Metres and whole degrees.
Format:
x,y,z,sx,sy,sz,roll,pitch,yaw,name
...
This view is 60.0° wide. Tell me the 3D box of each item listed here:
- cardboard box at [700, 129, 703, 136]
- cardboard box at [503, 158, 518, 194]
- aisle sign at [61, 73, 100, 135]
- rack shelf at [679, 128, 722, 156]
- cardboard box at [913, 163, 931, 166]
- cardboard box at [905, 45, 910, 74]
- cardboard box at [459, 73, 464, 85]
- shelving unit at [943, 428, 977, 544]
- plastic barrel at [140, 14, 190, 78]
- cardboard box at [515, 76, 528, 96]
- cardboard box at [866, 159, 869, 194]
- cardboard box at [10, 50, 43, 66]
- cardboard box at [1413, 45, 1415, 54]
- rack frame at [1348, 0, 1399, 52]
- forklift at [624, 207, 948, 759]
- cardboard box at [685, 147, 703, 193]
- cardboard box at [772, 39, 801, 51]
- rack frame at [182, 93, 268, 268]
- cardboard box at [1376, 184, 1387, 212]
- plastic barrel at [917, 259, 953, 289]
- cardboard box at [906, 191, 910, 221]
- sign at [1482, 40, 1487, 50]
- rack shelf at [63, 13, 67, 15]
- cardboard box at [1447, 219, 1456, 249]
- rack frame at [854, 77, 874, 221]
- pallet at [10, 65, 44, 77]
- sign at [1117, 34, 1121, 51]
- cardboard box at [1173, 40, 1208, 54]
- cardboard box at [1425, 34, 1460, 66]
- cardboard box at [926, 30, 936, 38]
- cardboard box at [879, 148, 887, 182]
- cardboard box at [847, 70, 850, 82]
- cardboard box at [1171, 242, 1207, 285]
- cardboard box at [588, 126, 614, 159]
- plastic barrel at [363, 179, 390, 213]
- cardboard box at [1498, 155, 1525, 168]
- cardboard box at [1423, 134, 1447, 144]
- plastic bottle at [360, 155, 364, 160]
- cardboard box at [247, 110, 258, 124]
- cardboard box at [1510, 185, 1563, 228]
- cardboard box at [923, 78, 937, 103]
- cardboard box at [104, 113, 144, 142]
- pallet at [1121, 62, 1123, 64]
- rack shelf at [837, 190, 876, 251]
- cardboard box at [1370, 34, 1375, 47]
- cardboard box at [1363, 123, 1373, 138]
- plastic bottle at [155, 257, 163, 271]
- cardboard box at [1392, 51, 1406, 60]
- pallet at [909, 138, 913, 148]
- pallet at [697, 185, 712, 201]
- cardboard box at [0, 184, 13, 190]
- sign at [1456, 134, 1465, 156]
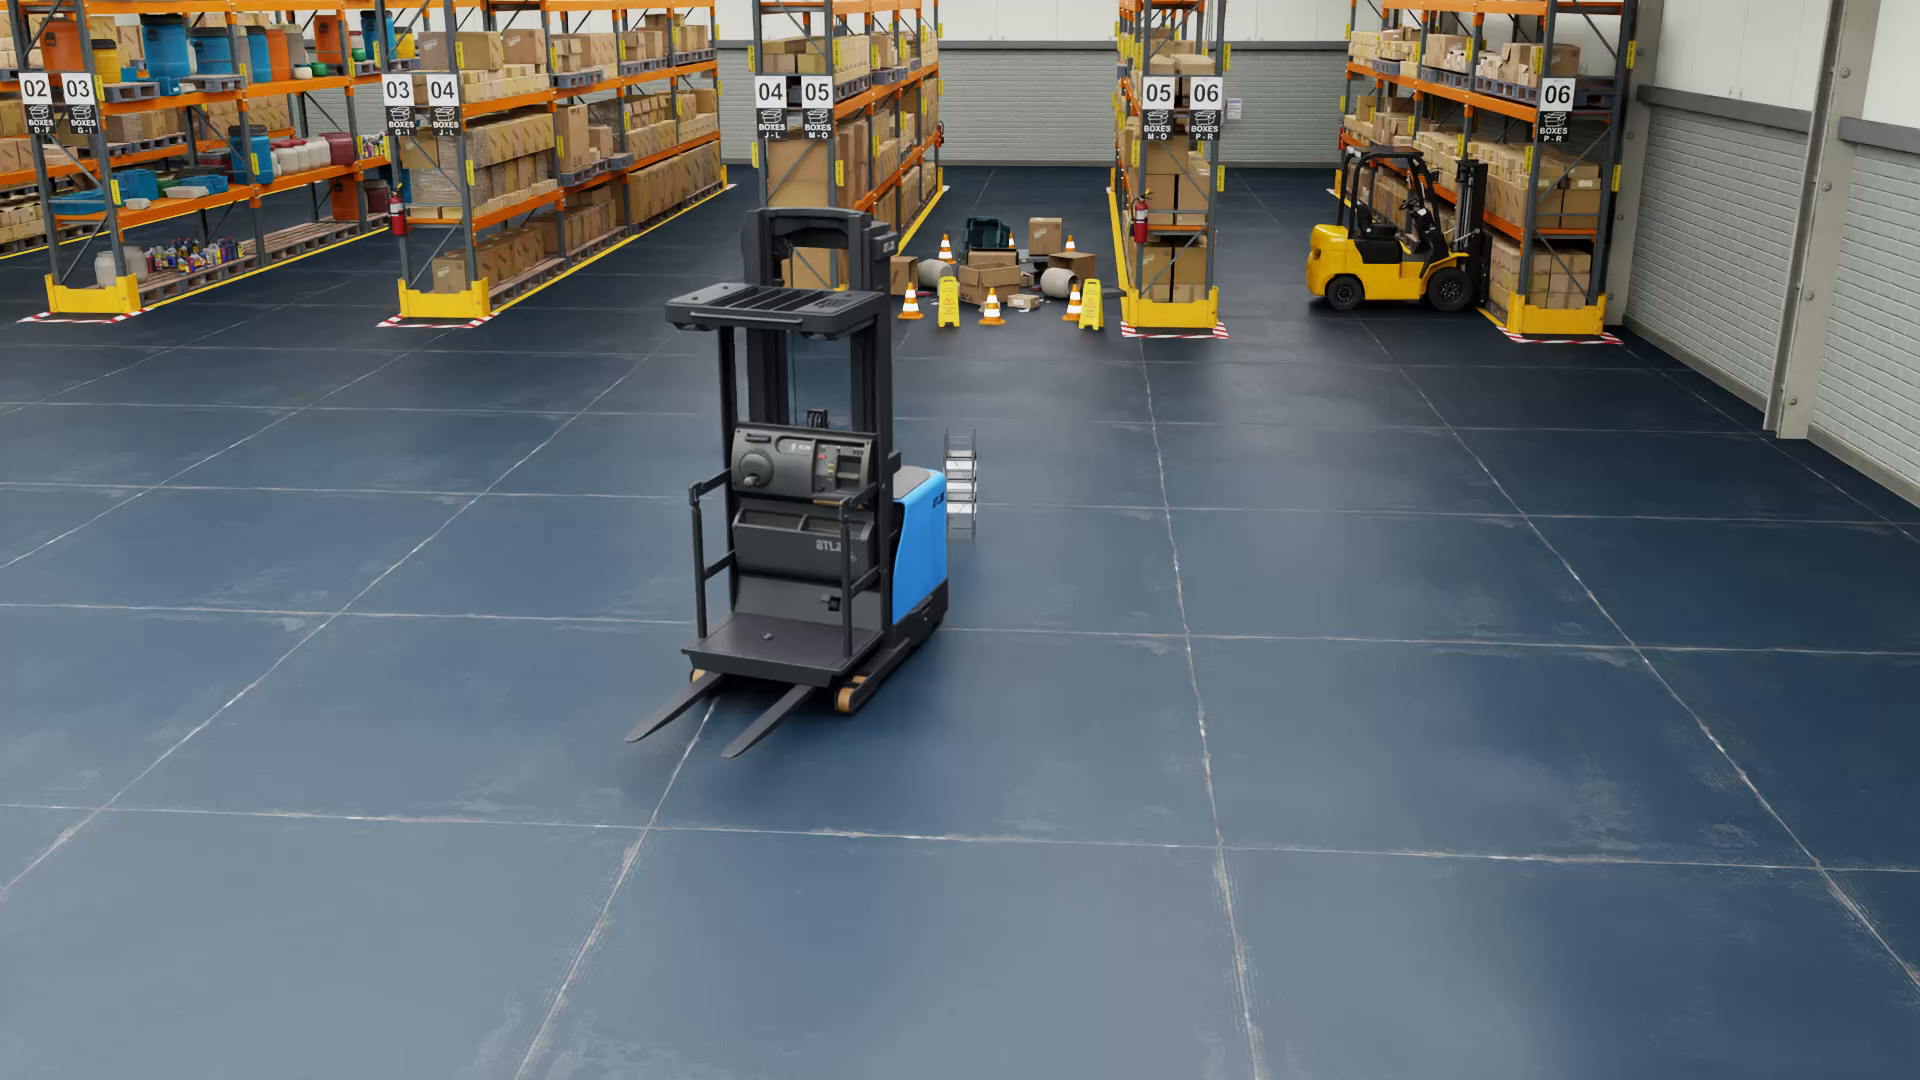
x,y,z,sx,sy,sz,roll,pitch,yaw,name
-5.726,-8.748,35.708,0.380,0.149,0.250,2,18,5,cardboard box
-6.957,-5.318,24.196,0.875,0.500,0.500,1,18,4,cardboard box
-11.720,-5.808,22.156,0.394,0.787,0.004,1,18,4,aisle sign
-6.063,-8.497,35.694,1.077,0.370,4.000,1,18,4,rack shelf
-0.840,-8.199,36.576,0.380,0.149,0.250,2,18,5,cardboard box
-1.187,-8.789,30.450,0.500,0.500,0.500,1,18,4,cardboard box
-6.816,-6.115,22.051,0.380,0.149,0.250,1,18,4,cardboard box
0.001,-0.430,13.291,0.258,0.900,0.210,1,18,4,shelving unit
-11.898,-7.400,24.894,0.600,0.901,0.708,1,18,4,plastic barrel
-6.631,-6.620,24.232,0.500,0.250,0.500,1,18,4,cardboard box
-1.854,-5.548,25.296,0.875,0.550,0.550,1,18,4,cardboard box
-16.369,-8.446,29.132,0.500,0.250,0.500,2,18,5,cardboard box
8.165,-8.606,29.176,0.380,0.149,0.250,1,18,2,cardboard box
8.916,-11.980,35.534,1.000,3.000,0.127,1,18,4,rack frame
-1.057,-0.470,10.150,1.130,2.935,3.031,6,19,19,forklift
-6.014,-7.891,35.425,0.875,0.875,0.875,1,18,4,cardboard box
-2.367,-6.708,22.549,0.380,0.149,0.250,1,18,4,cardboard box
-11.720,-5.844,26.441,1.000,3.000,0.127,1,18,4,rack frame
8.342,-6.588,32.052,0.500,0.500,0.500,1,18,3,cardboard box
-0.391,-3.980,24.891,0.512,0.421,0.421,17,25,41,plastic barrel
-1.215,-6.216,30.915,0.500,0.500,0.500,1,18,5,cardboard box
8.896,-8.339,28.280,0.100,0.325,0.005,1,18,4,sign
-20.885,-11.490,35.834,1.077,0.370,4.000,1,18,4,rack shelf
8.082,-4.636,25.893,0.875,0.625,0.625,2,18,6,cardboard box
-1.840,-5.591,25.670,1.000,3.000,0.127,1,18,4,rack frame
-16.333,-8.321,29.486,1.213,0.211,1.003,2,18,6,pallet
3.125,-9.718,32.487,0.100,0.325,0.005,1,18,4,sign
3.572,-7.631,25.841,0.500,0.250,0.500,1,18,3,cardboard box
8.048,-8.145,27.651,0.500,0.500,0.500,1,18,4,cardboard box
-0.710,-10.990,36.125,0.380,0.149,0.250,1,18,3,cardboard box
-1.460,-6.108,27.087,0.500,0.500,0.500,1,18,4,cardboard box
-1.710,-6.315,22.630,0.380,0.149,0.250,1,18,4,cardboard box
3.153,-3.771,22.651,0.500,0.500,0.500,1,18,2,cardboard box
-6.432,-6.879,28.763,0.700,0.500,0.500,4,19,12,cardboard box
-11.334,-6.643,32.077,0.600,0.588,0.708,1,18,4,plastic barrel
7.576,-5.172,22.710,0.380,0.149,0.250,2,18,5,cardboard box
8.015,-6.745,27.988,0.380,0.149,0.250,2,18,5,cardboard box
-11.080,-7.155,30.640,0.152,0.276,0.135,1,18,4,plastic bottle
-15.672,-9.112,36.255,0.500,0.500,0.500,1,18,3,cardboard box
7.543,-4.366,21.771,0.500,0.500,0.500,1,18,3,cardboard box
-0.764,-9.835,36.375,0.500,0.500,0.500,1,18,3,cardboard box
-16.185,-7.923,31.951,0.700,0.500,0.500,5,19,14,cardboard box
3.462,-8.639,30.456,1.003,0.211,1.213,2,18,6,pallet
-1.983,-4.628,23.886,1.077,0.370,4.000,1,18,4,rack shelf
8.453,-9.940,33.085,0.500,0.250,0.500,1,18,3,cardboard box
8.444,-8.277,33.629,0.500,0.250,0.500,1,18,4,cardboard box
-12.131,-4.185,25.165,0.097,0.201,0.097,0,18,0,plastic bottle
8.127,-8.878,30.453,0.380,0.149,0.250,2,18,5,cardboard box
-1.466,-7.751,32.568,1.003,0.211,1.213,1,18,4,pallet
-5.989,-7.507,35.995,1.003,0.211,1.213,1,18,4,pallet
-20.872,-7.791,35.724,0.700,0.500,0.500,2,18,5,cardboard box
7.514,-5.924,24.953,0.100,0.325,0.005,1,18,4,sign
